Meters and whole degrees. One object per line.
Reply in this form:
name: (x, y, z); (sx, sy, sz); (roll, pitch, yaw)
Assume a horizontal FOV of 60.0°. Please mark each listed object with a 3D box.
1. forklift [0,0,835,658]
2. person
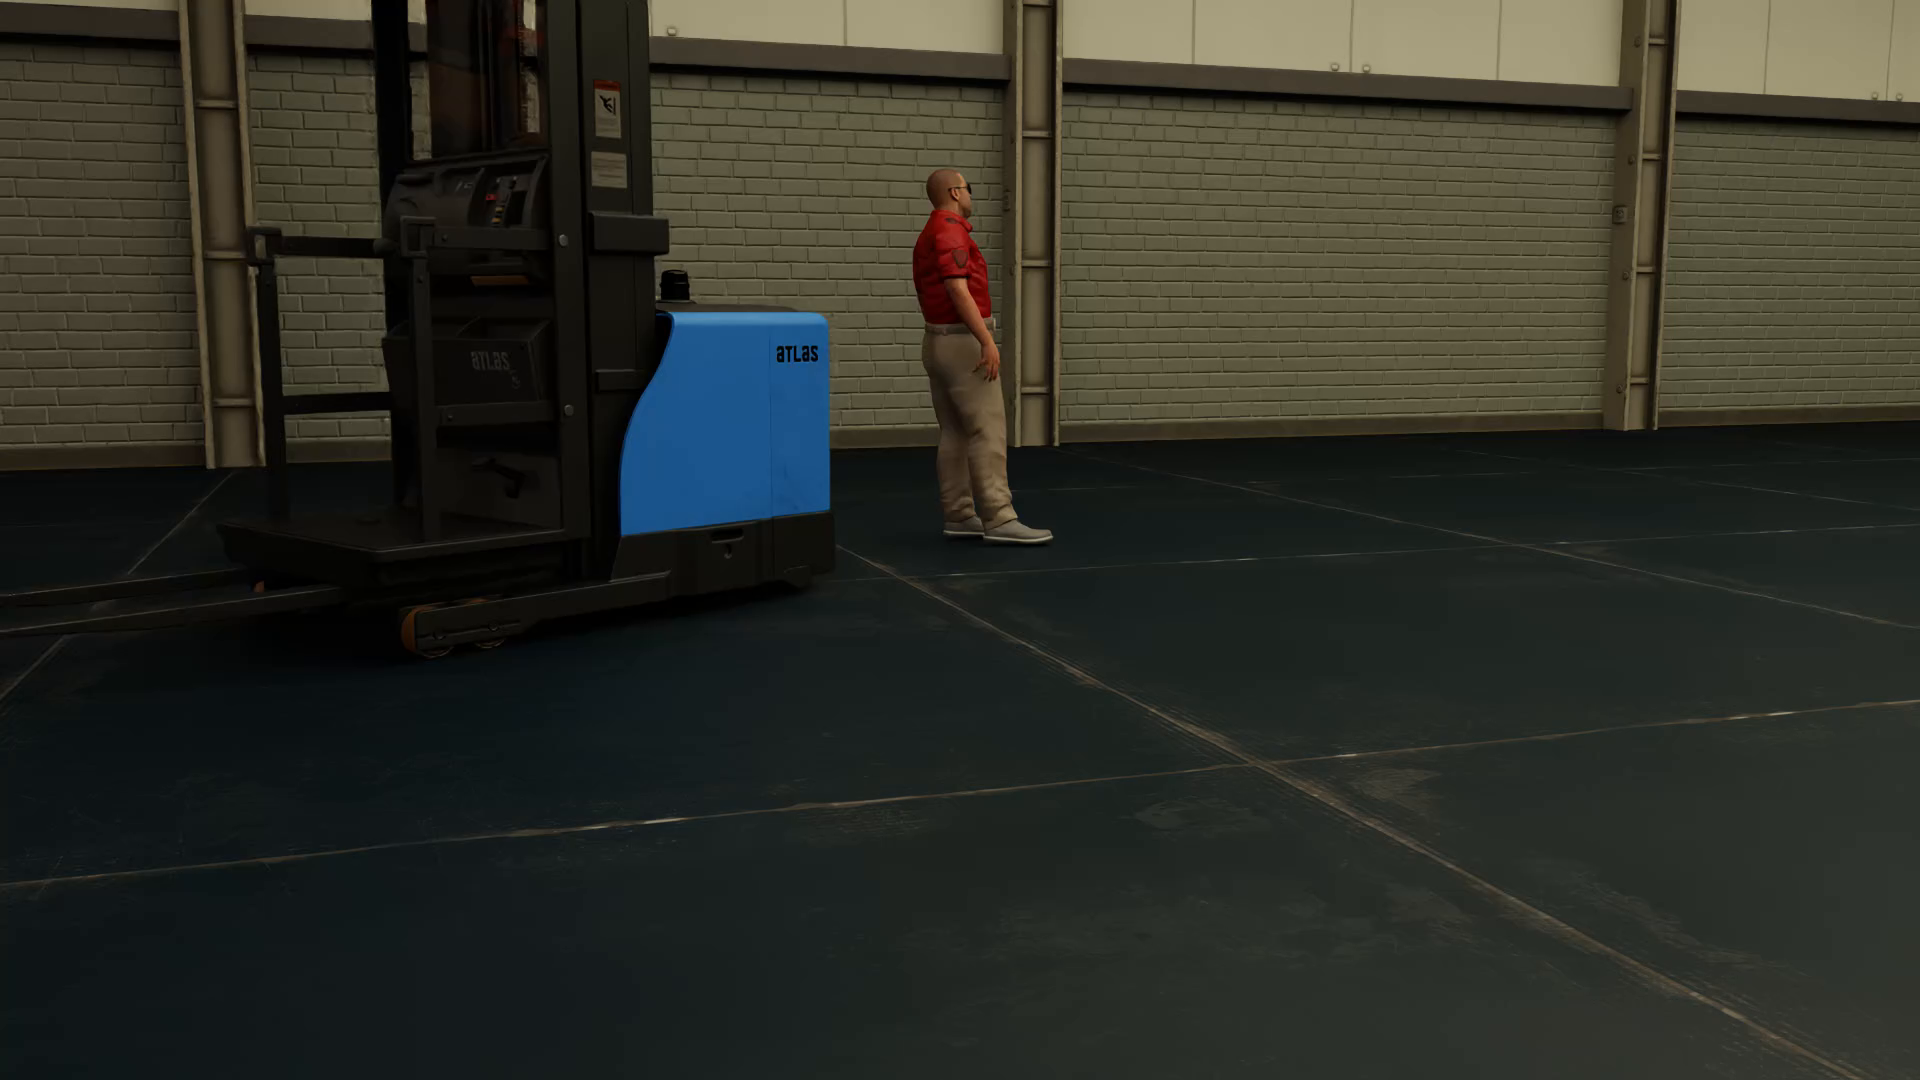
forklift: (-1.847, -1.158, 5.564); (1.130, 2.935, 3.031); (7, 10, 41)
person: (0.089, -0.866, 7.823); (0.551, 1.727, 0.640); (-3, 8, -18)
